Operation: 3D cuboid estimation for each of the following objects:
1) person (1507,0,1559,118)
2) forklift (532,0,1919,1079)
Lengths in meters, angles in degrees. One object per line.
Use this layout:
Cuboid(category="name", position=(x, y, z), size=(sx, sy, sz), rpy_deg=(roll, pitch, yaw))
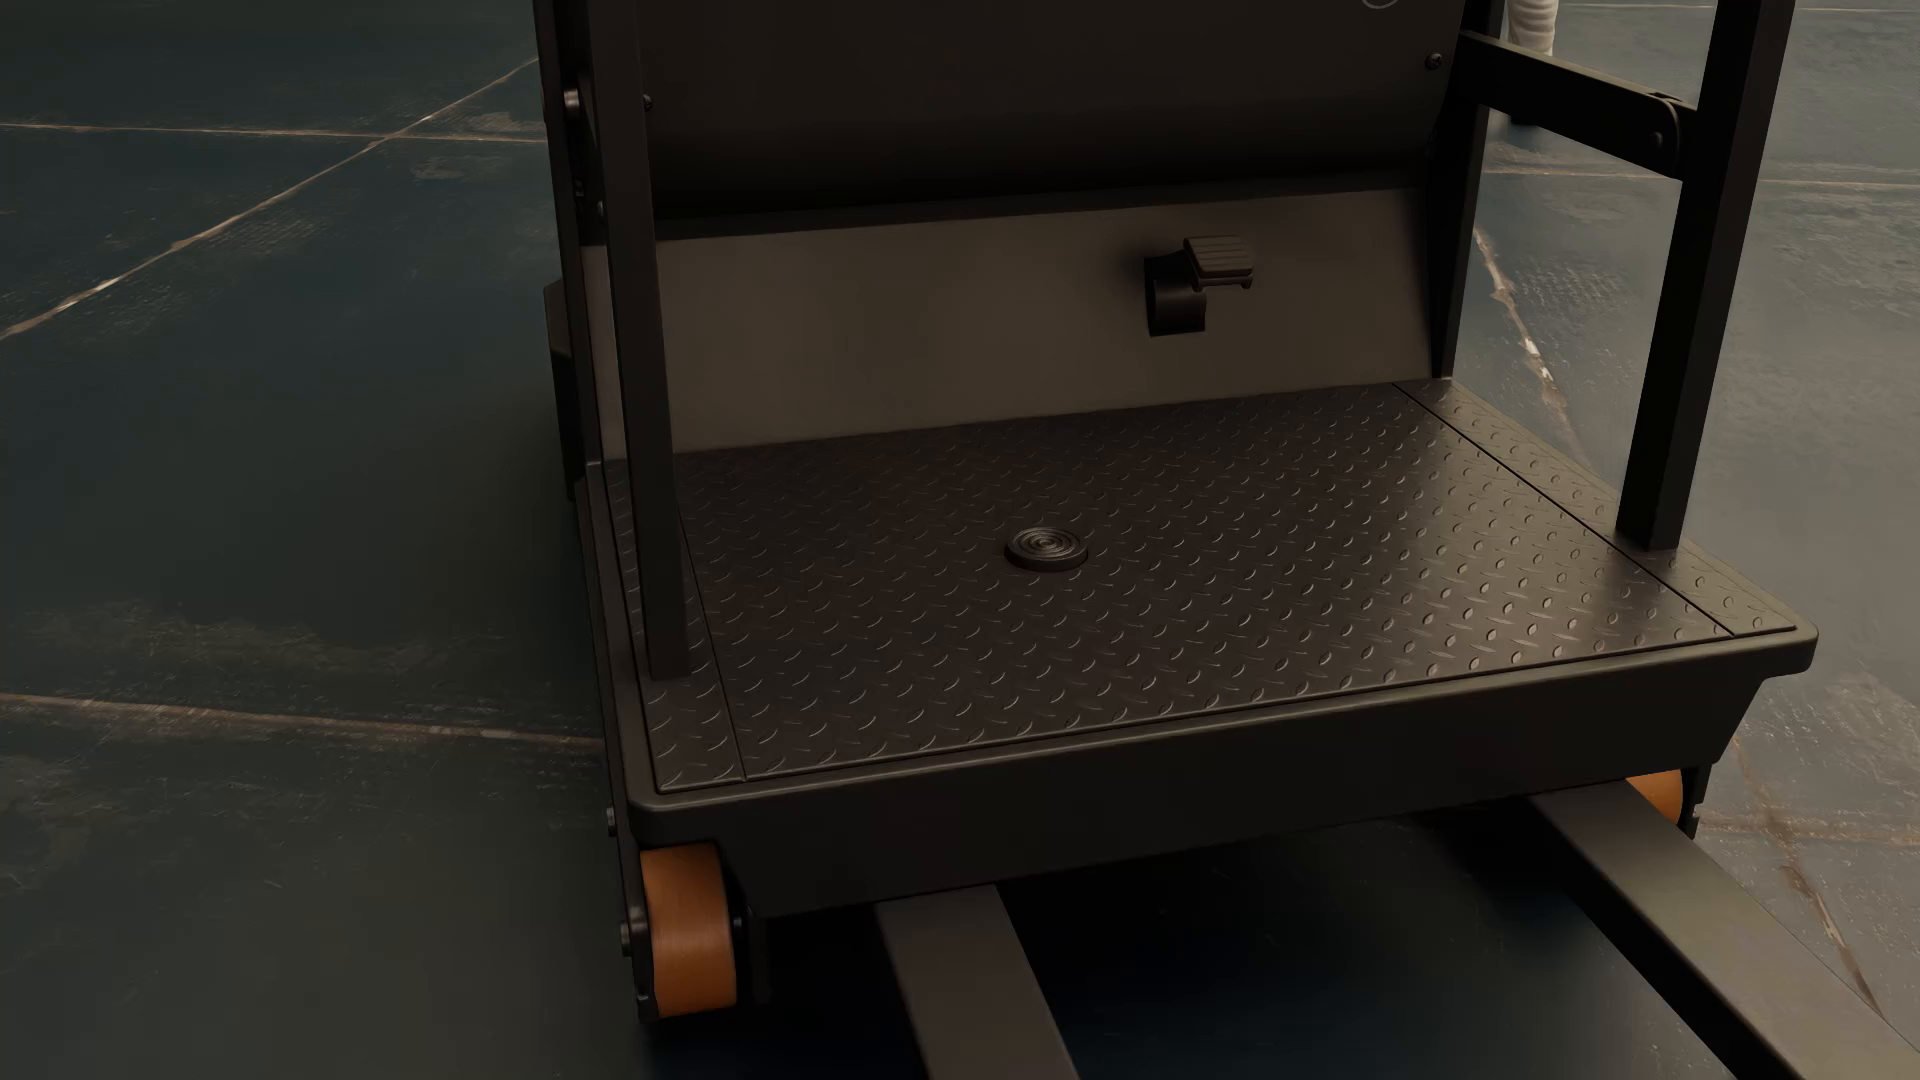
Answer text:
Cuboid(category="person", position=(1.508, -2.013, 4.652), size=(0.599, 1.669, 0.529), rpy_deg=(1, 27, 2))
Cuboid(category="forklift", position=(0.153, -1.049, 1.319), size=(1.130, 2.935, 3.031), rpy_deg=(-7, 27, -13))
